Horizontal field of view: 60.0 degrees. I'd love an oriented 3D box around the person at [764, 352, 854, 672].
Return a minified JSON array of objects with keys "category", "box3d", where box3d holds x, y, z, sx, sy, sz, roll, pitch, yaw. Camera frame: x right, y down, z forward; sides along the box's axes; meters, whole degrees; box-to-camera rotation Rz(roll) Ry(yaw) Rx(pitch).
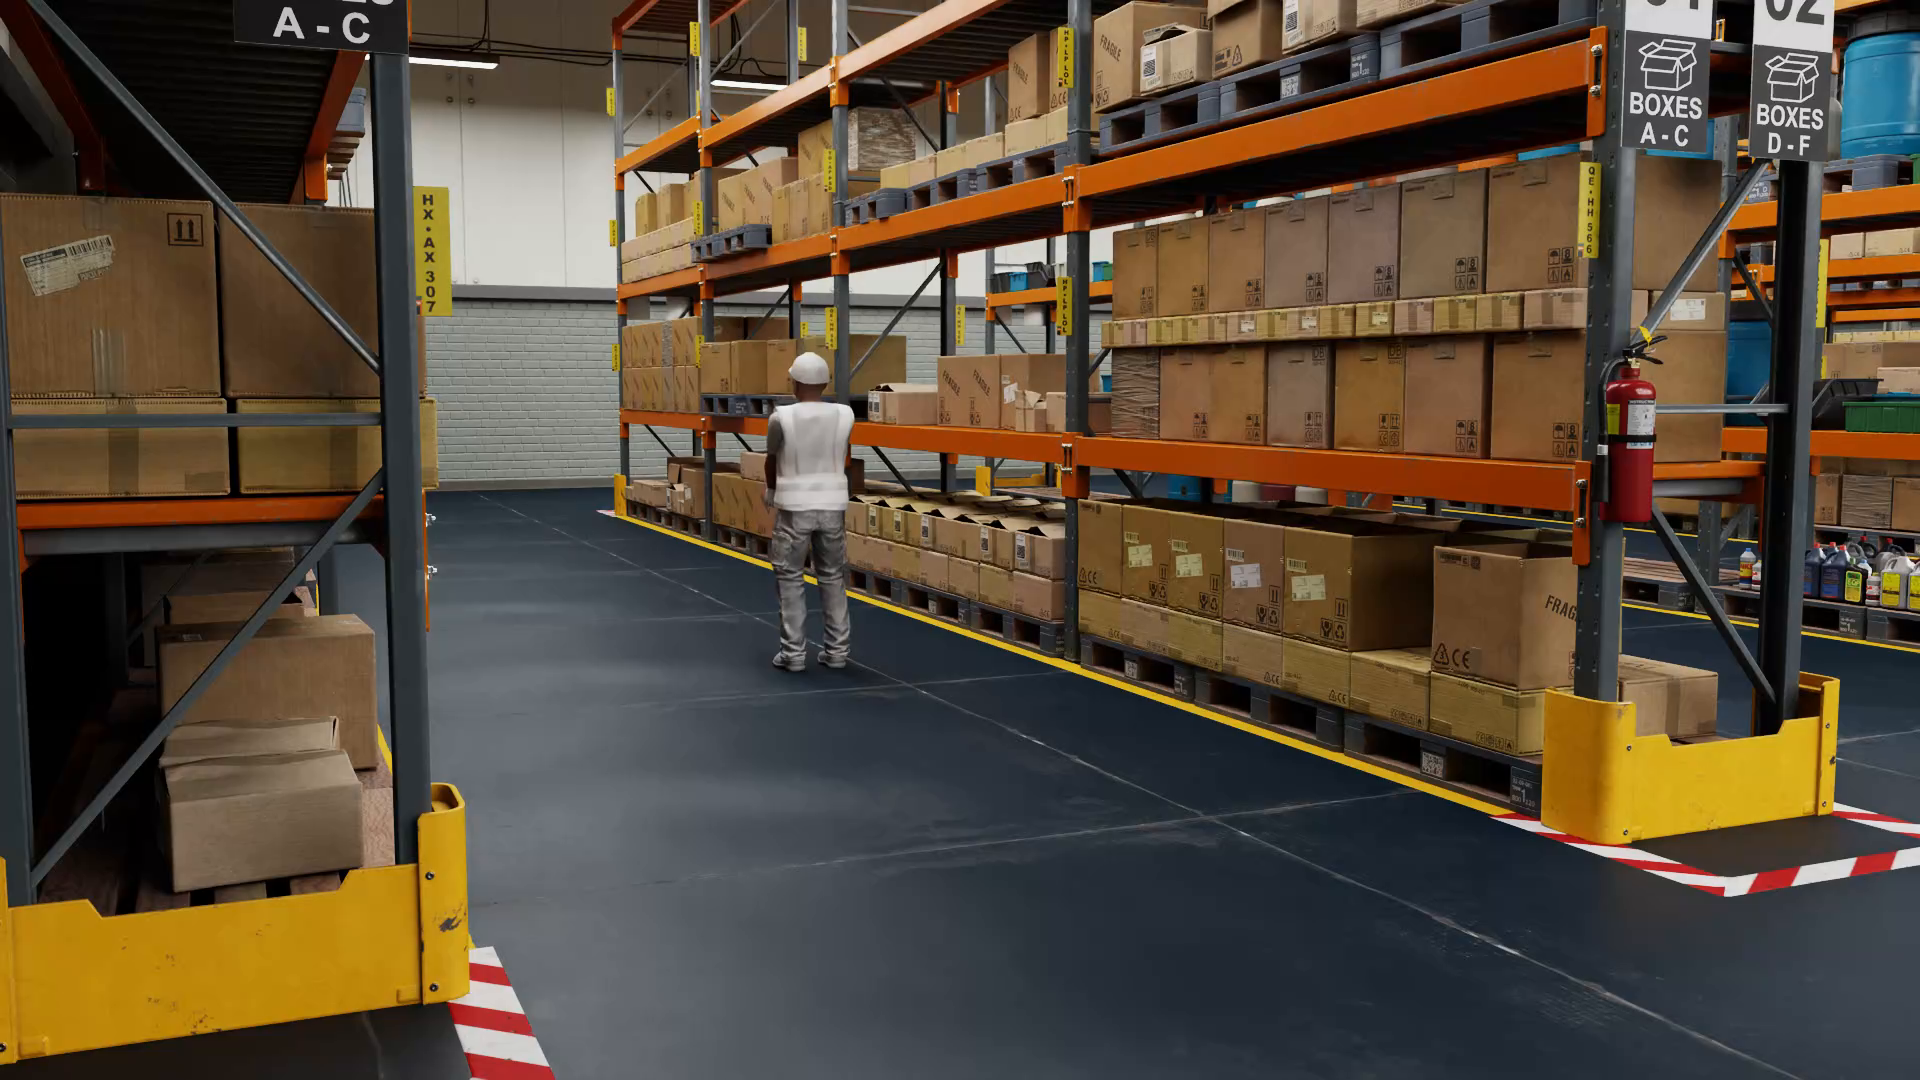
[{"category":"person","box3d":[-0.888,-0.168,9.427,0.487,1.779,0.584,-2,6,-24]}]
